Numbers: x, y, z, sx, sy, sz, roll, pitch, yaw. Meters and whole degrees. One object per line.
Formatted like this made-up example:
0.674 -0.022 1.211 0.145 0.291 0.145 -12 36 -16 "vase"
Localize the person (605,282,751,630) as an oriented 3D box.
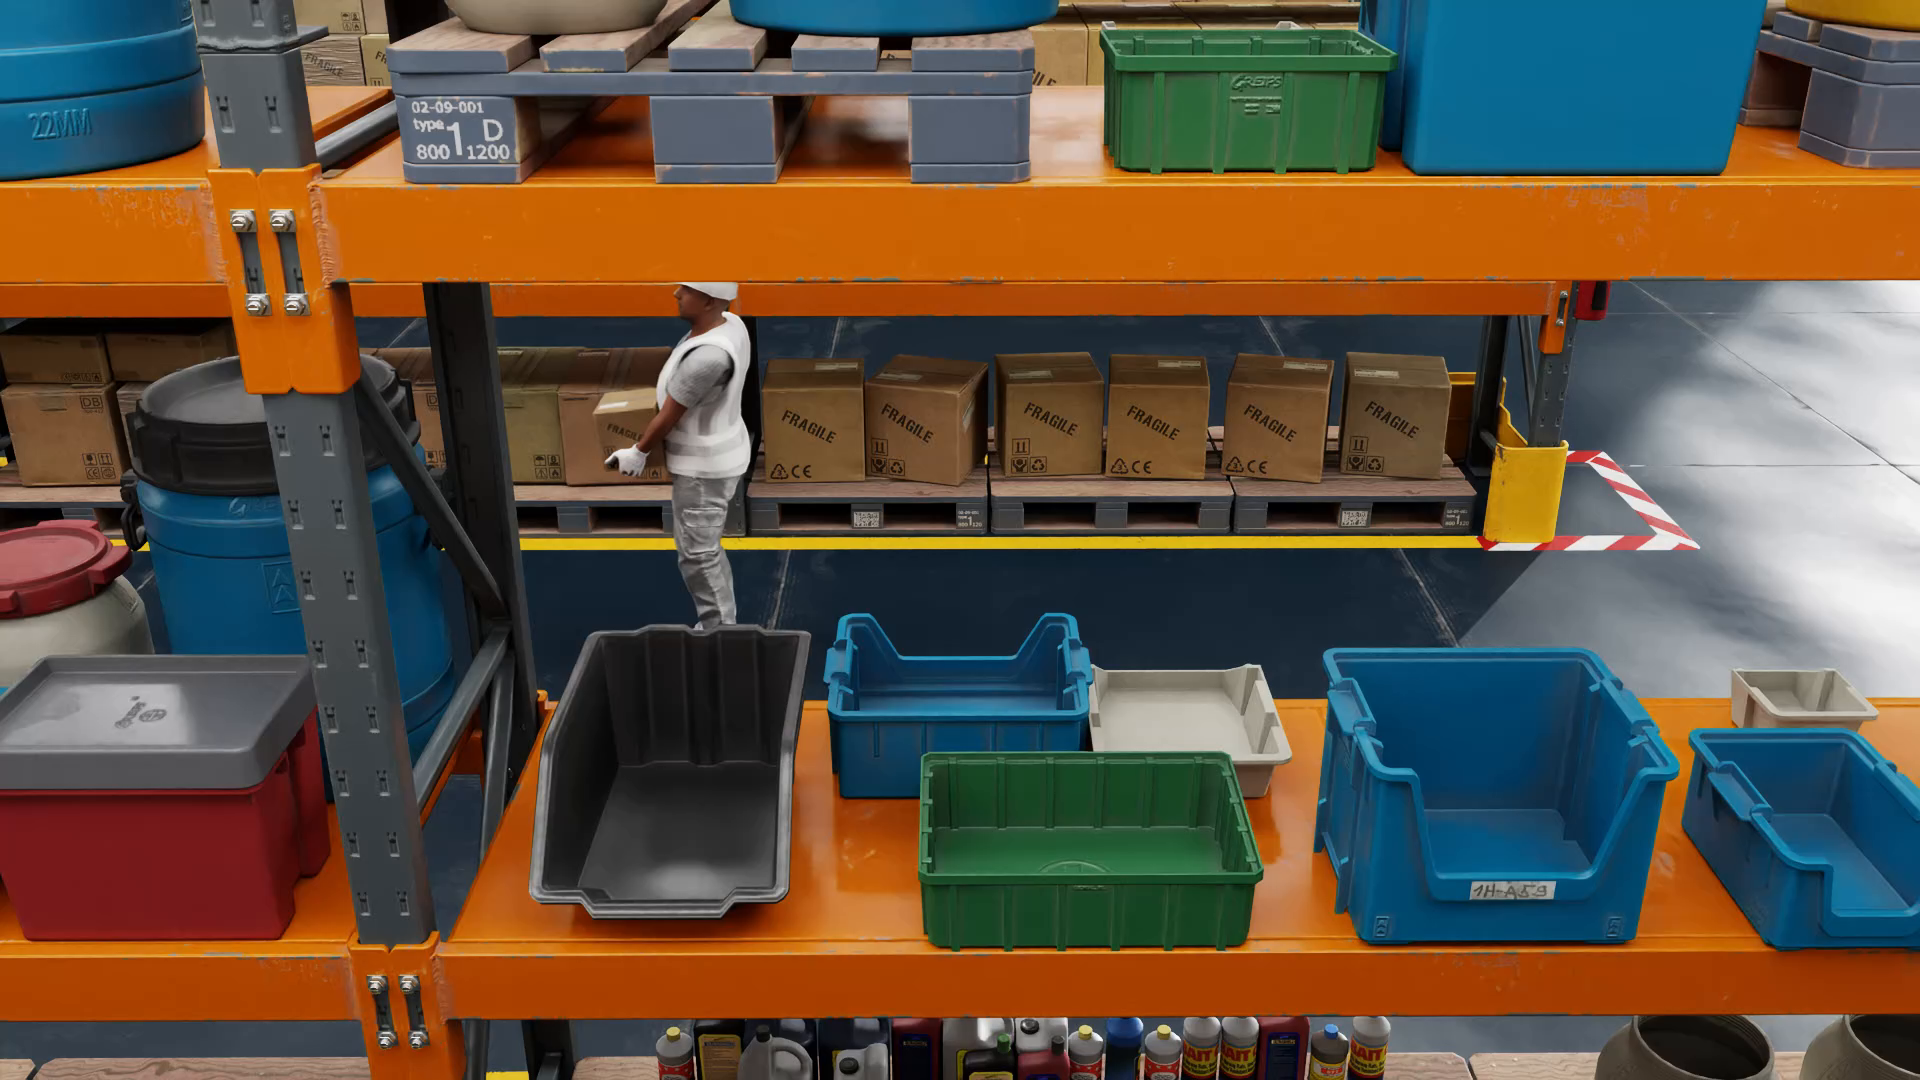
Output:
-1.126 -0.296 6.752 0.575 1.778 0.487 0 24 0 "person"
